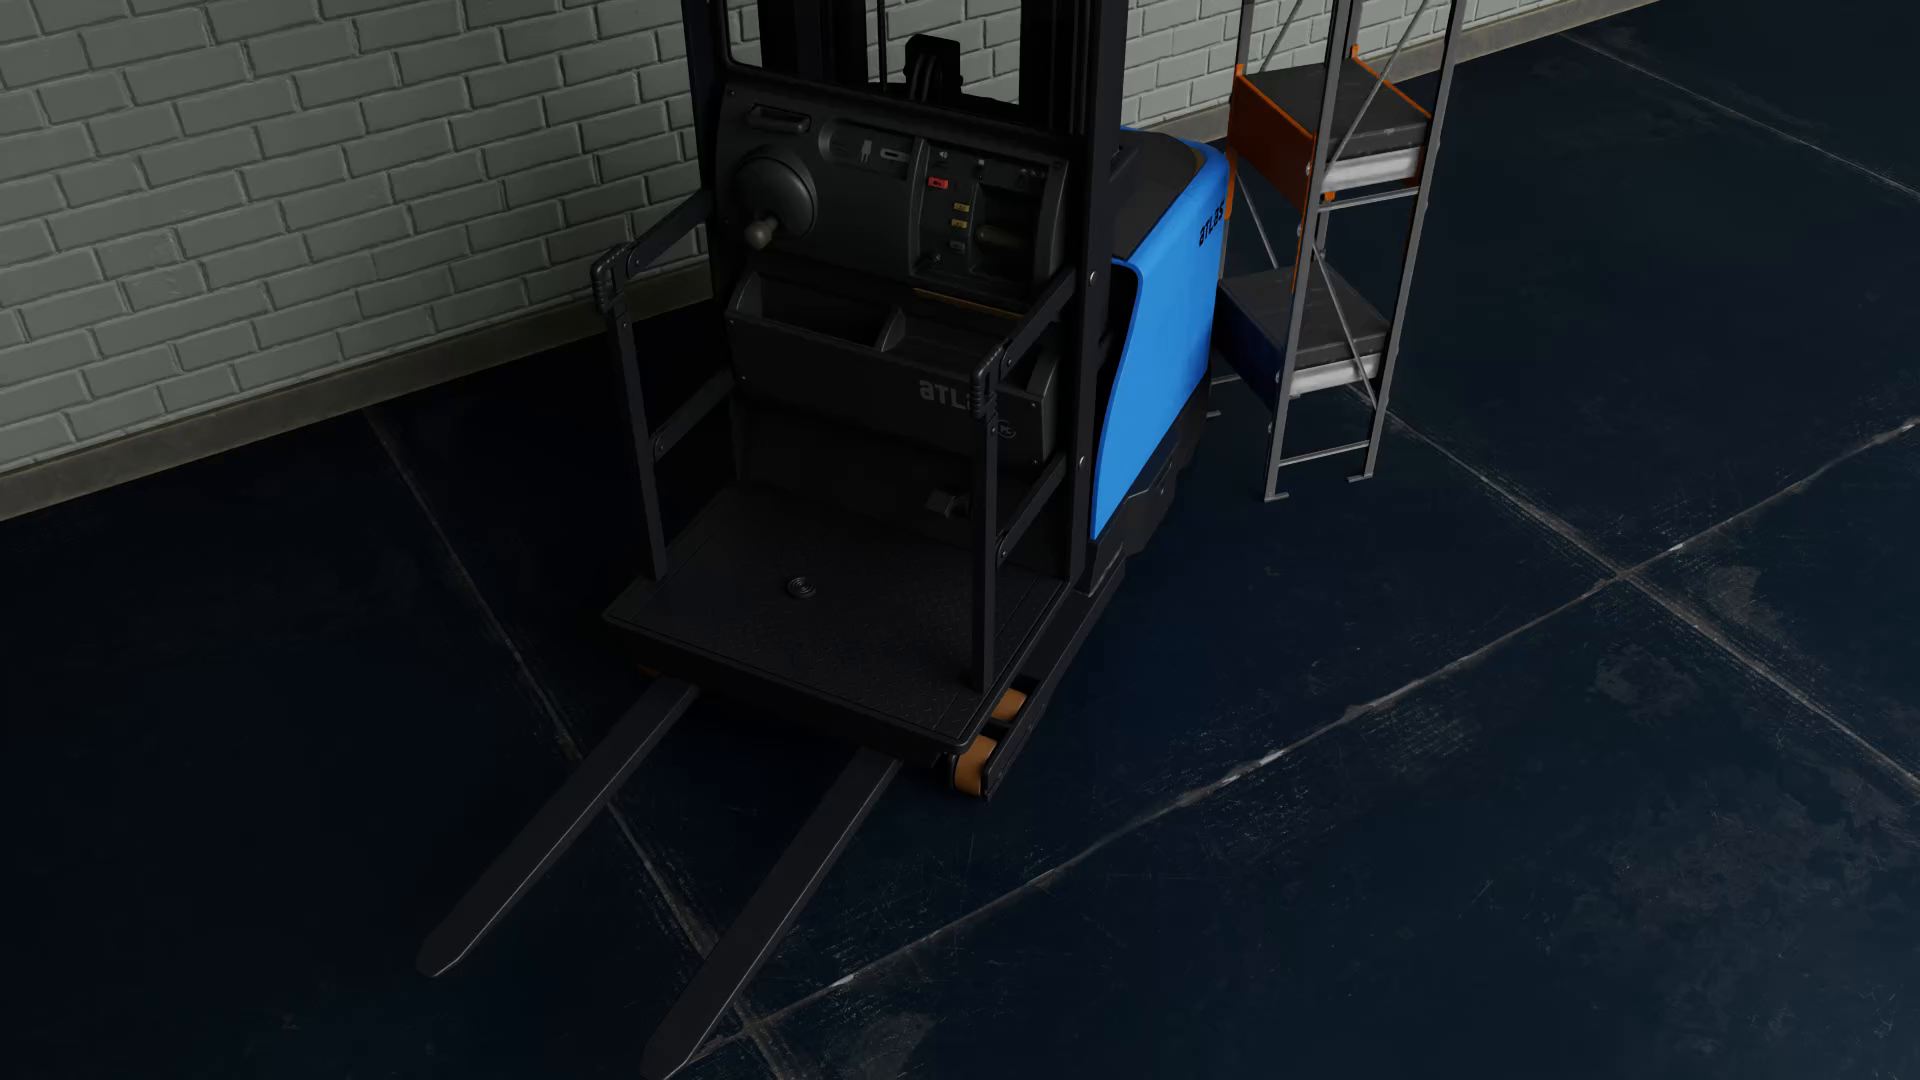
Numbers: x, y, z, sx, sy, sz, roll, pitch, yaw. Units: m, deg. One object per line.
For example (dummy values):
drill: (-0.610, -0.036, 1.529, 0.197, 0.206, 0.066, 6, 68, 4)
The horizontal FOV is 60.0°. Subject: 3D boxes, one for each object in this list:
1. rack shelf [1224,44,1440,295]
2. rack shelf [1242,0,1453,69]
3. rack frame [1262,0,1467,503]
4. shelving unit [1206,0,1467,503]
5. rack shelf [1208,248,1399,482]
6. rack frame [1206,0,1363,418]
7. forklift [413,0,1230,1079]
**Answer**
rack shelf: (1.089, -1.111, 4.965, 0.431, 0.518, 0.480, -13, 42, -15)
rack shelf: (1.089, -1.649, 4.516, 0.431, 0.518, 0.480, -13, 42, -15)
rack frame: (1.172, -0.975, 4.779, 0.400, 2.100, 0.015, -13, 42, -15)
shelving unit: (1.089, -1.122, 4.956, 0.431, 2.100, 0.503, -13, 42, -15)
rack shelf: (1.089, -0.573, 5.413, 0.431, 0.518, 0.480, -13, 42, -15)
rack frame: (1.006, -1.269, 5.132, 0.400, 2.100, 0.015, -13, 42, -15)
forklift: (-0.272, -0.768, 3.881, 1.130, 2.935, 3.031, 17, 43, 20)
